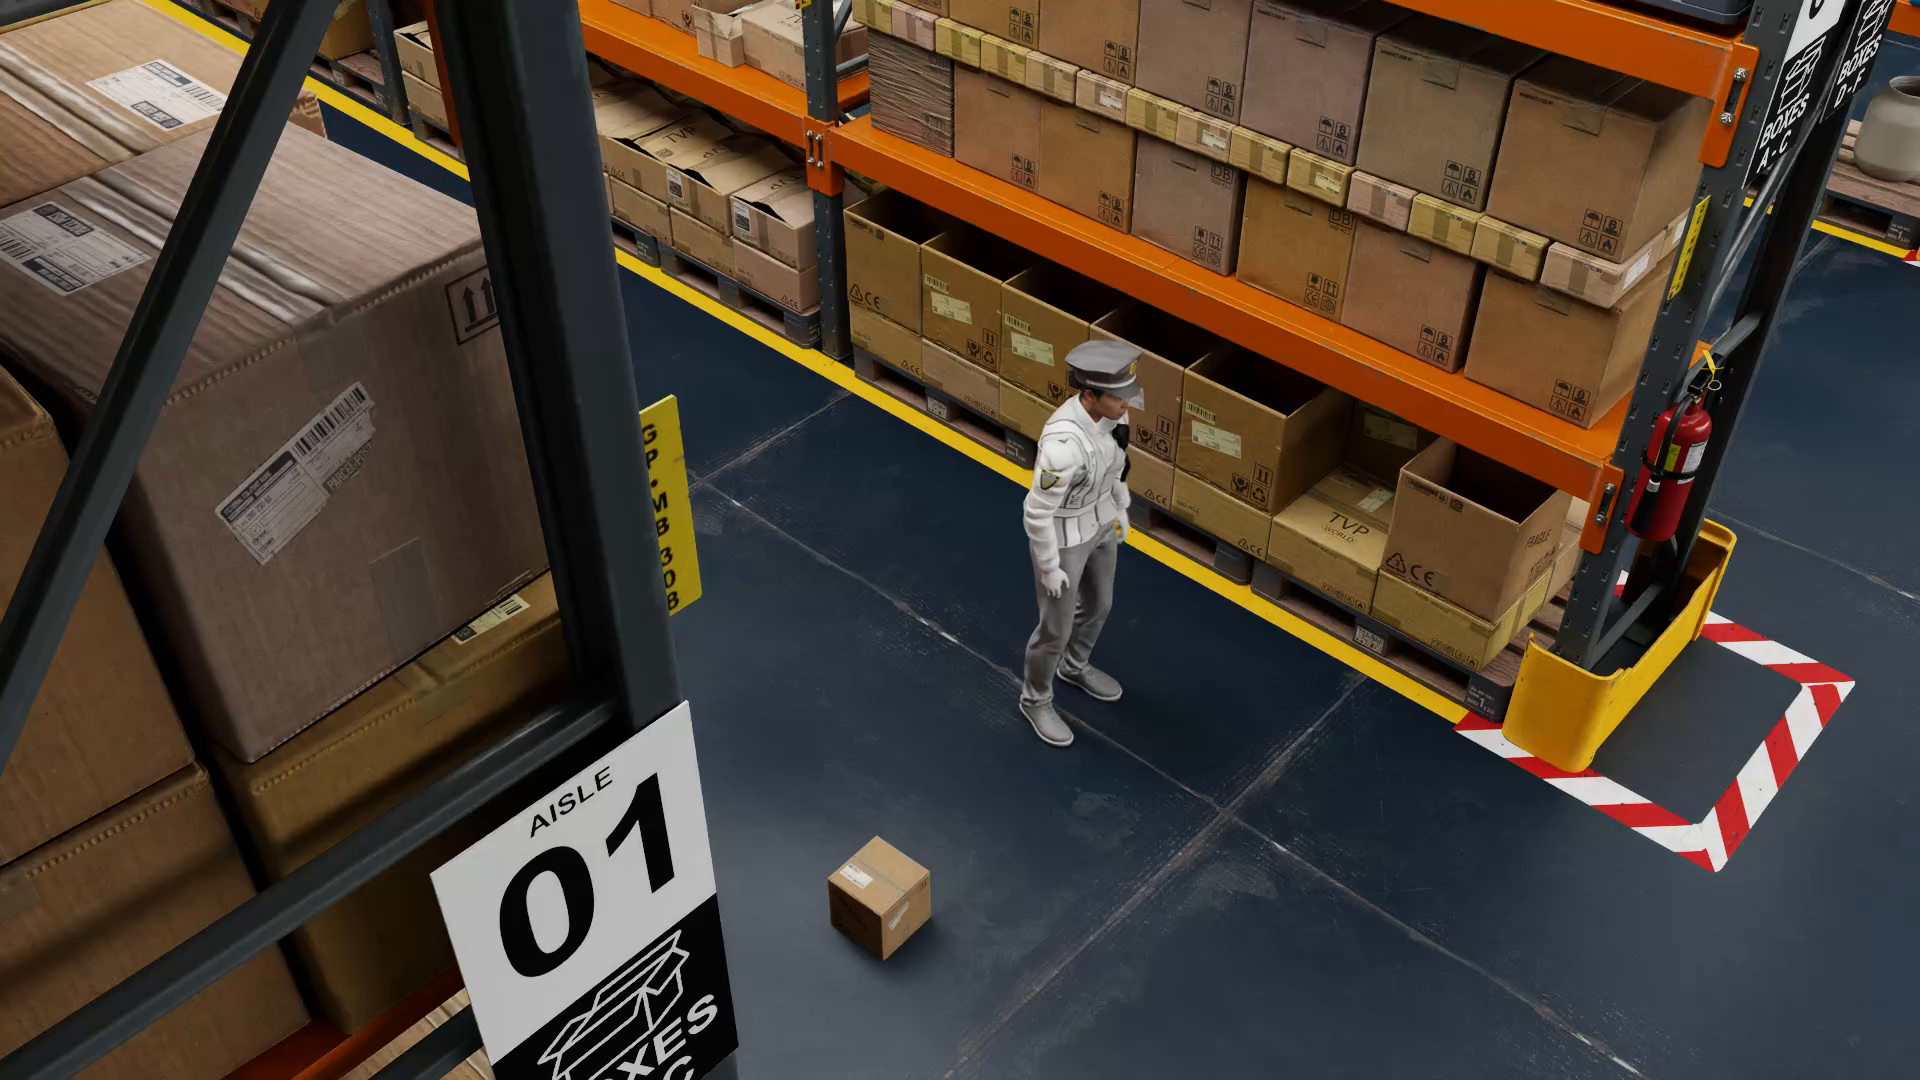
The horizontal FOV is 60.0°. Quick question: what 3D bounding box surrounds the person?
[{"bbox_3d":[0.442,-0.014,6.167,0.369,1.667,0.548,27,47,29],"label":"person"}]
